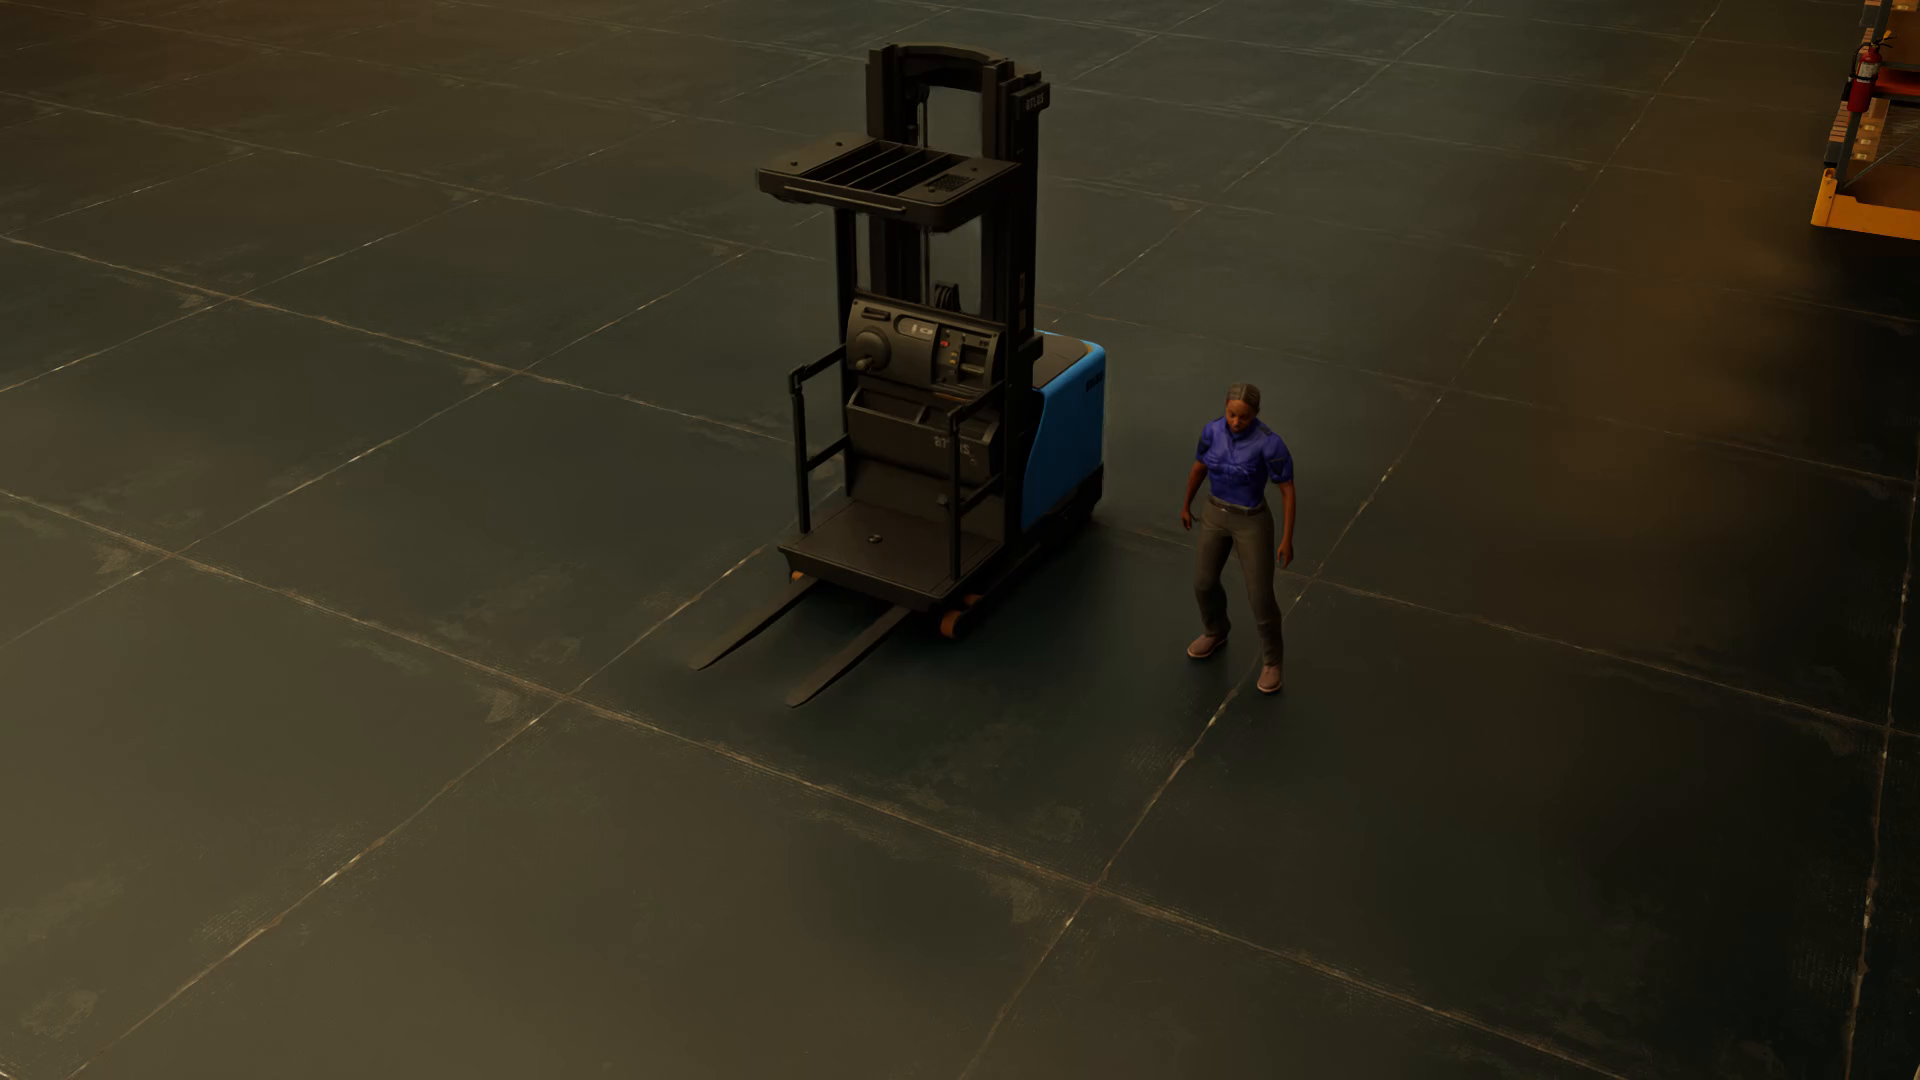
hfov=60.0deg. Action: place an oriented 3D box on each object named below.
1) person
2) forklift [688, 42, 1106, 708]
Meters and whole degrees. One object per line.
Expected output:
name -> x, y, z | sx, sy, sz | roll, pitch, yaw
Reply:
person -> 1.427, -0.070, 8.496 | 0.725, 1.632, 0.361 | 20, 36, 31
forklift -> -0.314, -0.992, 8.789 | 1.130, 2.935, 3.031 | 17, 34, 27
